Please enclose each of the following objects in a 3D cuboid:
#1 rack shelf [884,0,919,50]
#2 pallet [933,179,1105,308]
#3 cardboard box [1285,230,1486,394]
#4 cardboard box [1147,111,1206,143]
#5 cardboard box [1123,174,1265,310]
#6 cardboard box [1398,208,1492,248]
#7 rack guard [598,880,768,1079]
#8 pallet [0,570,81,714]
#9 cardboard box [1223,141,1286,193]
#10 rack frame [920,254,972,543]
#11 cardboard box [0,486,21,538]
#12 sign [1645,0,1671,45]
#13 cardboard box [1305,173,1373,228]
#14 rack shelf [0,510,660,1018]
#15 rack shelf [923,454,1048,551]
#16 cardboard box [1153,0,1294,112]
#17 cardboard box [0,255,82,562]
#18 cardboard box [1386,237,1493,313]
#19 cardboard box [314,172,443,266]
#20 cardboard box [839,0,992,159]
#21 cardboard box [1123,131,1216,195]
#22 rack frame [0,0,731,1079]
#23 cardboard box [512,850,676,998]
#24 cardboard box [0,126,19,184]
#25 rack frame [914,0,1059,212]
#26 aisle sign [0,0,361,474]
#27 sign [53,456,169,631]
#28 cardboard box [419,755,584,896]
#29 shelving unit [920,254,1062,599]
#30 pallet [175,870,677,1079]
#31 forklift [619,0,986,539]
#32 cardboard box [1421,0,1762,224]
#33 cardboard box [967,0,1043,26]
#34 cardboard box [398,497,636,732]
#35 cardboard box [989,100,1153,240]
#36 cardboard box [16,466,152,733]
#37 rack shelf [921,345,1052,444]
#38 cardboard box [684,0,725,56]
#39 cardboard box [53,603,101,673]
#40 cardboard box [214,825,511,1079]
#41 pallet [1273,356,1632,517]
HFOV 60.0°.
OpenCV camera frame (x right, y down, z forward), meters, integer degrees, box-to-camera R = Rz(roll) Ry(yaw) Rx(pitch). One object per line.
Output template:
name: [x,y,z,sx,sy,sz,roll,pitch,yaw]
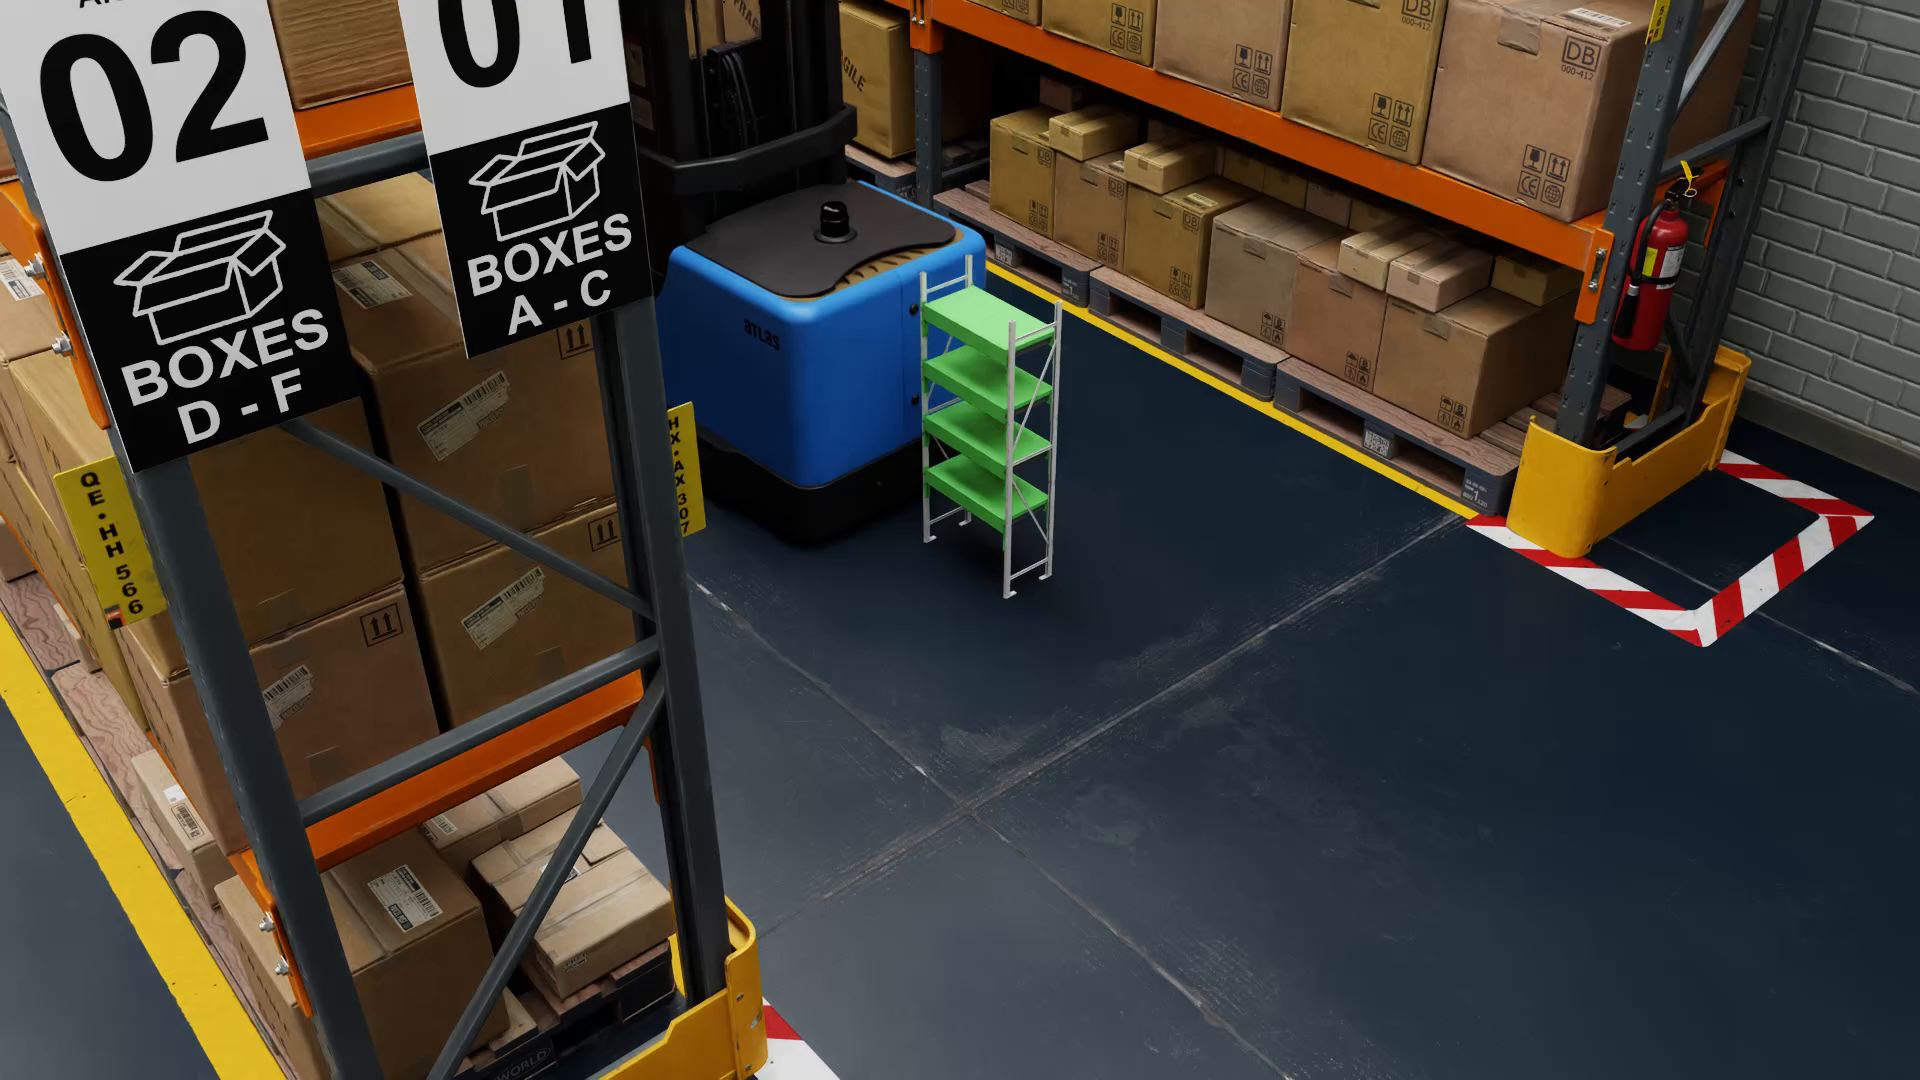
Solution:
rack shelf: [-1.113,-3.793,10.132,1.077,0.370,4.000,-26,43,-32]
pallet: [0.608,-1.700,8.968,1.003,0.211,1.213,-26,43,-32]
cardboard box: [1.908,-1.081,7.481,0.700,0.500,0.500,-26,43,-32]
cardboard box: [1.152,-2.041,8.275,0.380,0.149,0.250,-28,44,-33]
cardboard box: [1.233,-1.536,8.122,0.700,0.500,0.500,-25,42,-31]
cardboard box: [2.136,-1.368,7.324,0.380,0.149,0.250,-26,43,-32]
rack guard: [-1.072,1.399,4.343,1.175,0.500,0.348,-26,43,-32]
pallet: [-3.162,0.088,6.444,1.003,0.211,1.213,-26,43,-32]
cardboard box: [1.482,-1.815,7.956,0.380,0.149,0.250,-27,43,-33]
rack frame: [-0.051,-0.524,6.452,0.240,1.200,0.015,-26,43,-32]
cardboard box: [-2.500,-0.398,4.629,0.500,0.500,0.500,-27,43,-32]
sign: [2.335,-1.810,5.504,0.100,0.325,0.005,-26,43,-32]
cardboard box: [1.811,-1.590,7.638,0.380,0.149,0.250,-25,42,-31]
rack shelf: [-2.314,-0.177,5.028,1.077,0.370,4.000,-26,43,-32]
rack shelf: [0.107,-0.169,6.476,0.258,0.148,0.480,-26,43,-32]
cardboard box: [1.459,-2.438,7.338,0.980,0.700,0.700,-28,44,-34]
cardboard box: [-1.847,-0.353,3.702,0.500,0.500,0.500,-25,42,-31]
cardboard box: [2.008,-1.114,6.965,0.380,0.149,0.250,-27,43,-32]
cardboard box: [-1.451,-0.559,3.992,0.500,0.500,0.500,-26,43,-31]
cardboard box: [-0.341,-2.736,9.514,0.750,0.750,0.750,-25,43,-31]
cardboard box: [1.000,-1.801,7.936,0.380,0.149,0.250,-27,44,-33]
rack frame: [-1.023,0.412,3.573,1.000,3.000,0.127,-26,43,-32]
cardboard box: [-1.031,1.083,4.712,0.380,0.149,0.250,-26,43,-32]
cardboard box: [-1.556,-0.879,2.931,0.500,0.250,0.500,-26,43,-32]
rack frame: [0.177,-3.203,8.677,1.000,3.000,0.127,-26,43,-32]
aisle sign: [-1.213,-0.504,2.618,0.394,0.787,0.004,-26,43,-32]
sign: [-1.460,0.009,2.867,0.100,0.325,0.005,-26,43,-32]
cardboard box: [-1.480,0.788,5.040,0.500,0.250,0.500,-26,43,-32]
shelving unit: [0.107,-0.417,6.300,0.258,1.200,0.503,-26,43,-32]
pallet: [-1.587,1.165,4.923,1.003,0.211,1.213,-26,43,-32]
forklift: [-1.261,-1.958,6.979,1.130,2.935,3.031,-29,44,-34]
cardboard box: [2.422,-1.781,6.410,0.980,0.700,0.700,-24,42,-30]
cardboard box: [0.515,-3.080,8.244,0.980,0.700,0.700,-25,42,-31]
cardboard box: [-1.108,0.077,3.959,0.500,0.500,0.500,-25,42,-31]
cardboard box: [0.582,-1.986,8.758,0.700,0.500,0.500,-25,43,-31]
cardboard box: [-1.857,0.047,4.001,0.500,0.500,0.500,-26,43,-31]
rack shelf: [0.107,-0.560,6.198,0.258,0.148,0.480,-26,43,-32]
cardboard box: [-1.469,-3.501,10.594,0.750,0.750,0.750,-26,43,-32]
cardboard box: [-2.933,0.267,5.849,0.380,0.166,0.250,-26,43,-32]
cardboard box: [-1.562,1.104,4.377,0.500,0.500,0.500,-26,43,-32]
pallet: [2.183,-0.623,7.447,1.003,0.211,1.213,-26,43,-32]
